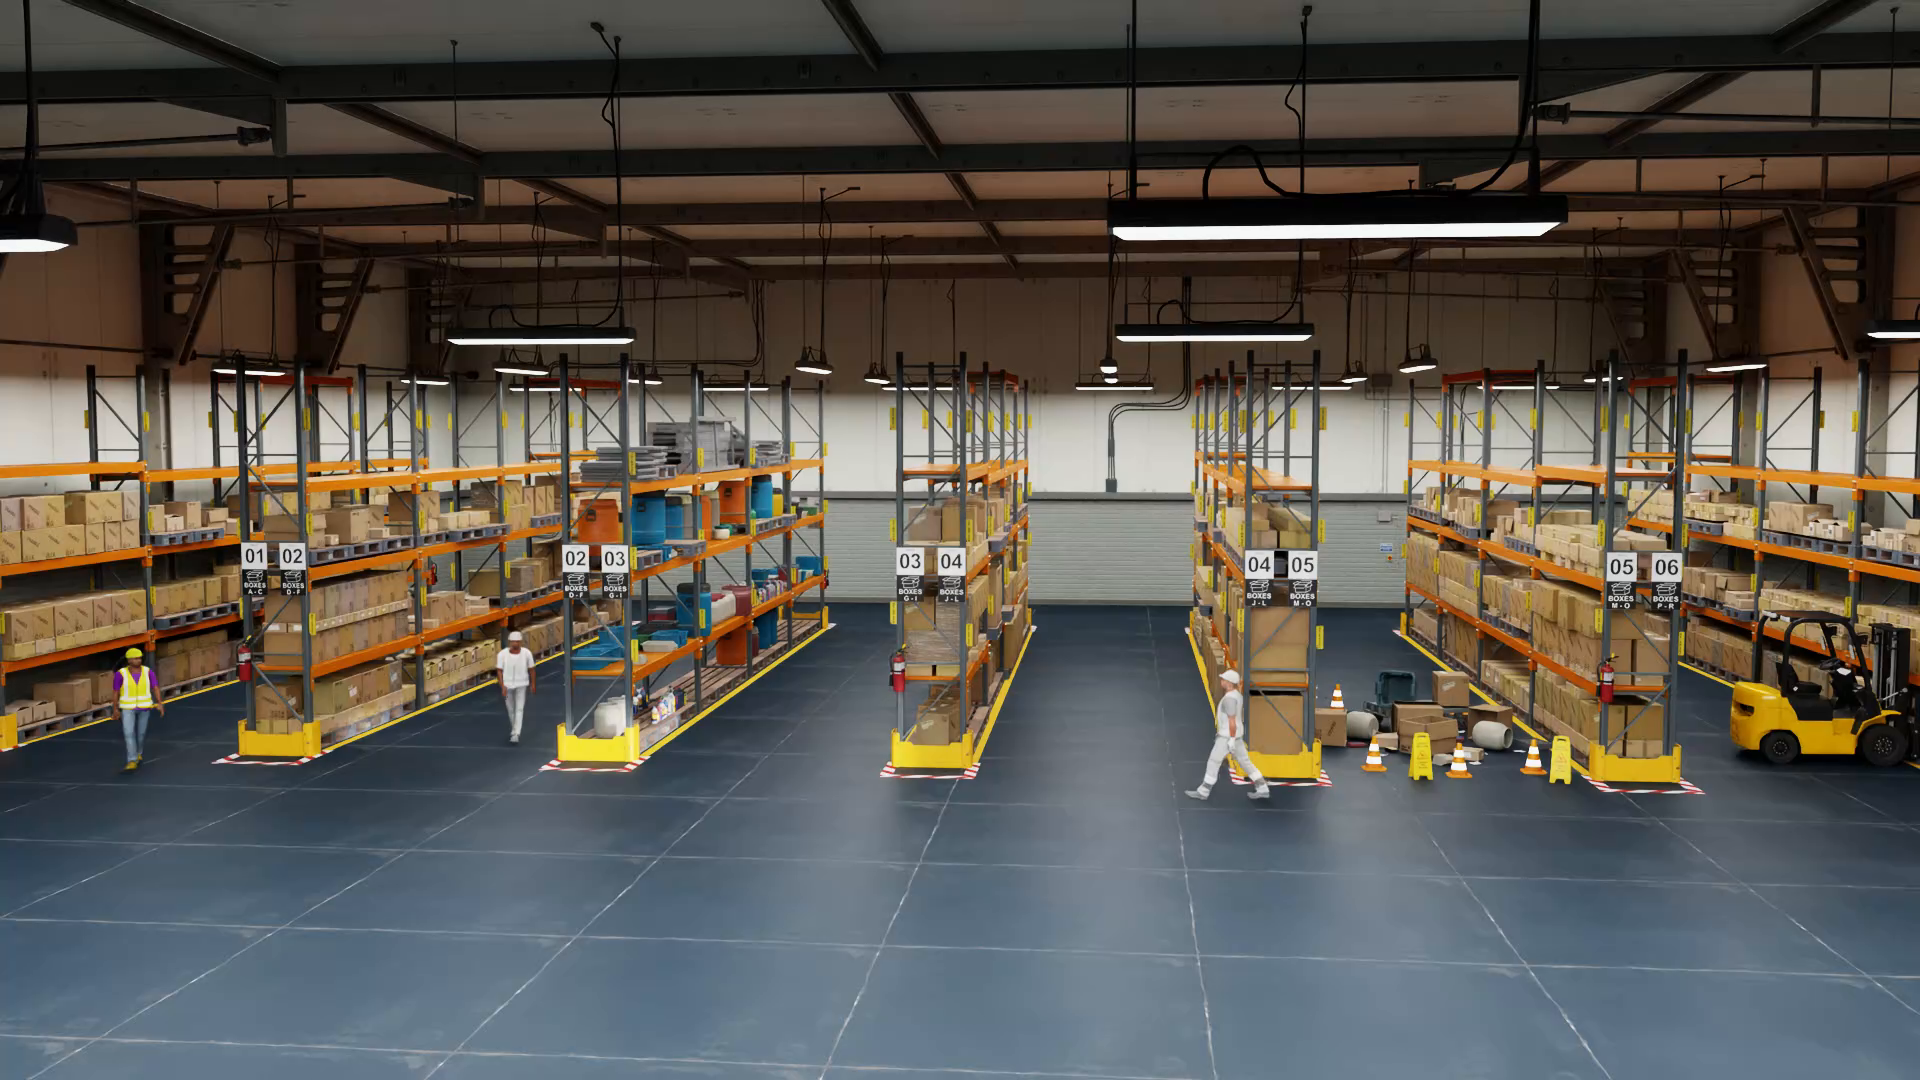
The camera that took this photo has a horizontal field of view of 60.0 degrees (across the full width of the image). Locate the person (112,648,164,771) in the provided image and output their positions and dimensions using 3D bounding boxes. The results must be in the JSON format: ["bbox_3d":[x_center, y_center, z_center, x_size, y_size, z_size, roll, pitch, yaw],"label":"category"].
[{"bbox_3d":[-11.868,2.417,24.022,0.654,1.707,1.068,-2,5,-31],"label":"person"}]

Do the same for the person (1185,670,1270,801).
[{"bbox_3d":[3.528,2.575,21.872,1.092,1.737,0.539,1,4,19],"label":"person"}]

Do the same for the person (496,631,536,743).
[{"bbox_3d":[-6.968,2.281,26.048,0.584,1.703,1.022,-1,4,-8],"label":"person"}]

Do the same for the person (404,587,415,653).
[{"bbox_3d":[-11.043,1.776,33.543,0.517,1.673,0.422,0,4,5],"label":"person"}]
